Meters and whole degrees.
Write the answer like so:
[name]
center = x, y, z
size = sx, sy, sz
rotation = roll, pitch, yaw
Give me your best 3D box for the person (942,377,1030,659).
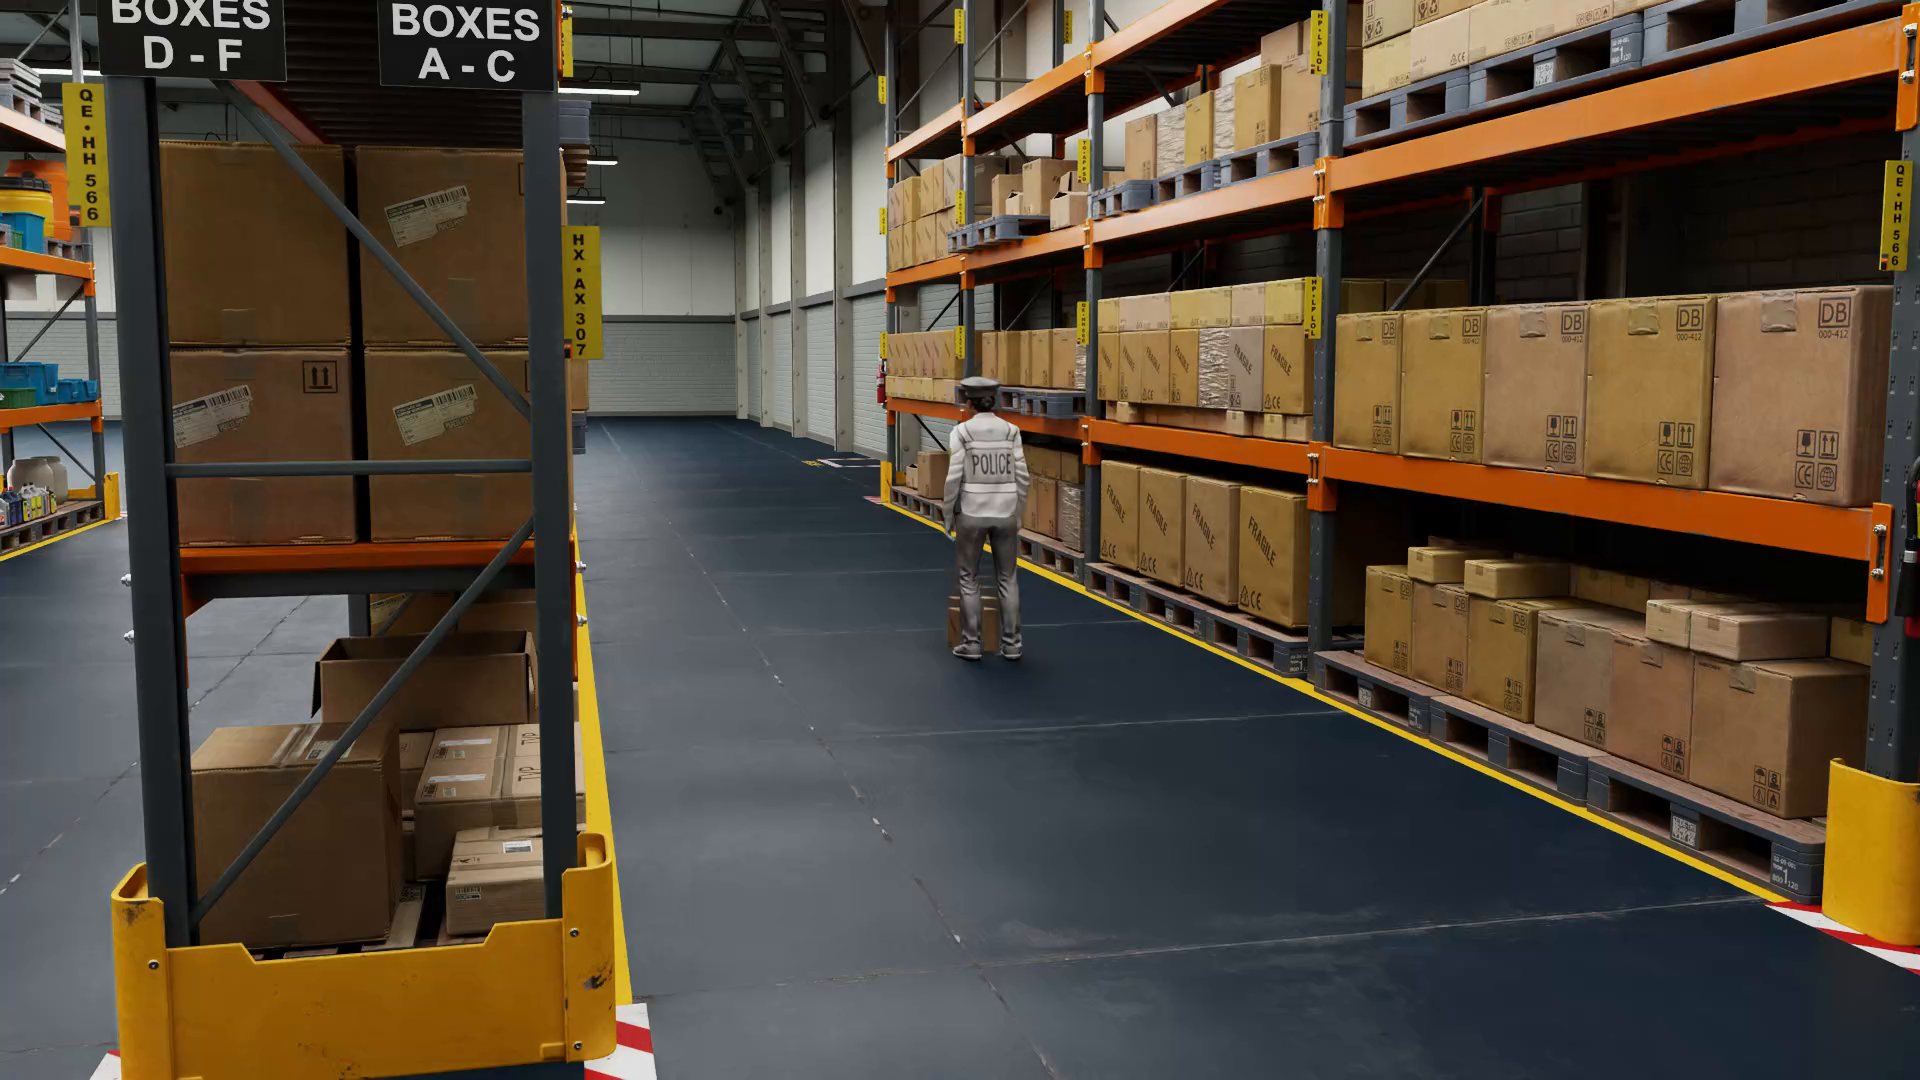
[person]
center = 0.142, -0.123, 9.787
size = 0.514, 1.664, 0.412
rotation = -2, 6, -16
